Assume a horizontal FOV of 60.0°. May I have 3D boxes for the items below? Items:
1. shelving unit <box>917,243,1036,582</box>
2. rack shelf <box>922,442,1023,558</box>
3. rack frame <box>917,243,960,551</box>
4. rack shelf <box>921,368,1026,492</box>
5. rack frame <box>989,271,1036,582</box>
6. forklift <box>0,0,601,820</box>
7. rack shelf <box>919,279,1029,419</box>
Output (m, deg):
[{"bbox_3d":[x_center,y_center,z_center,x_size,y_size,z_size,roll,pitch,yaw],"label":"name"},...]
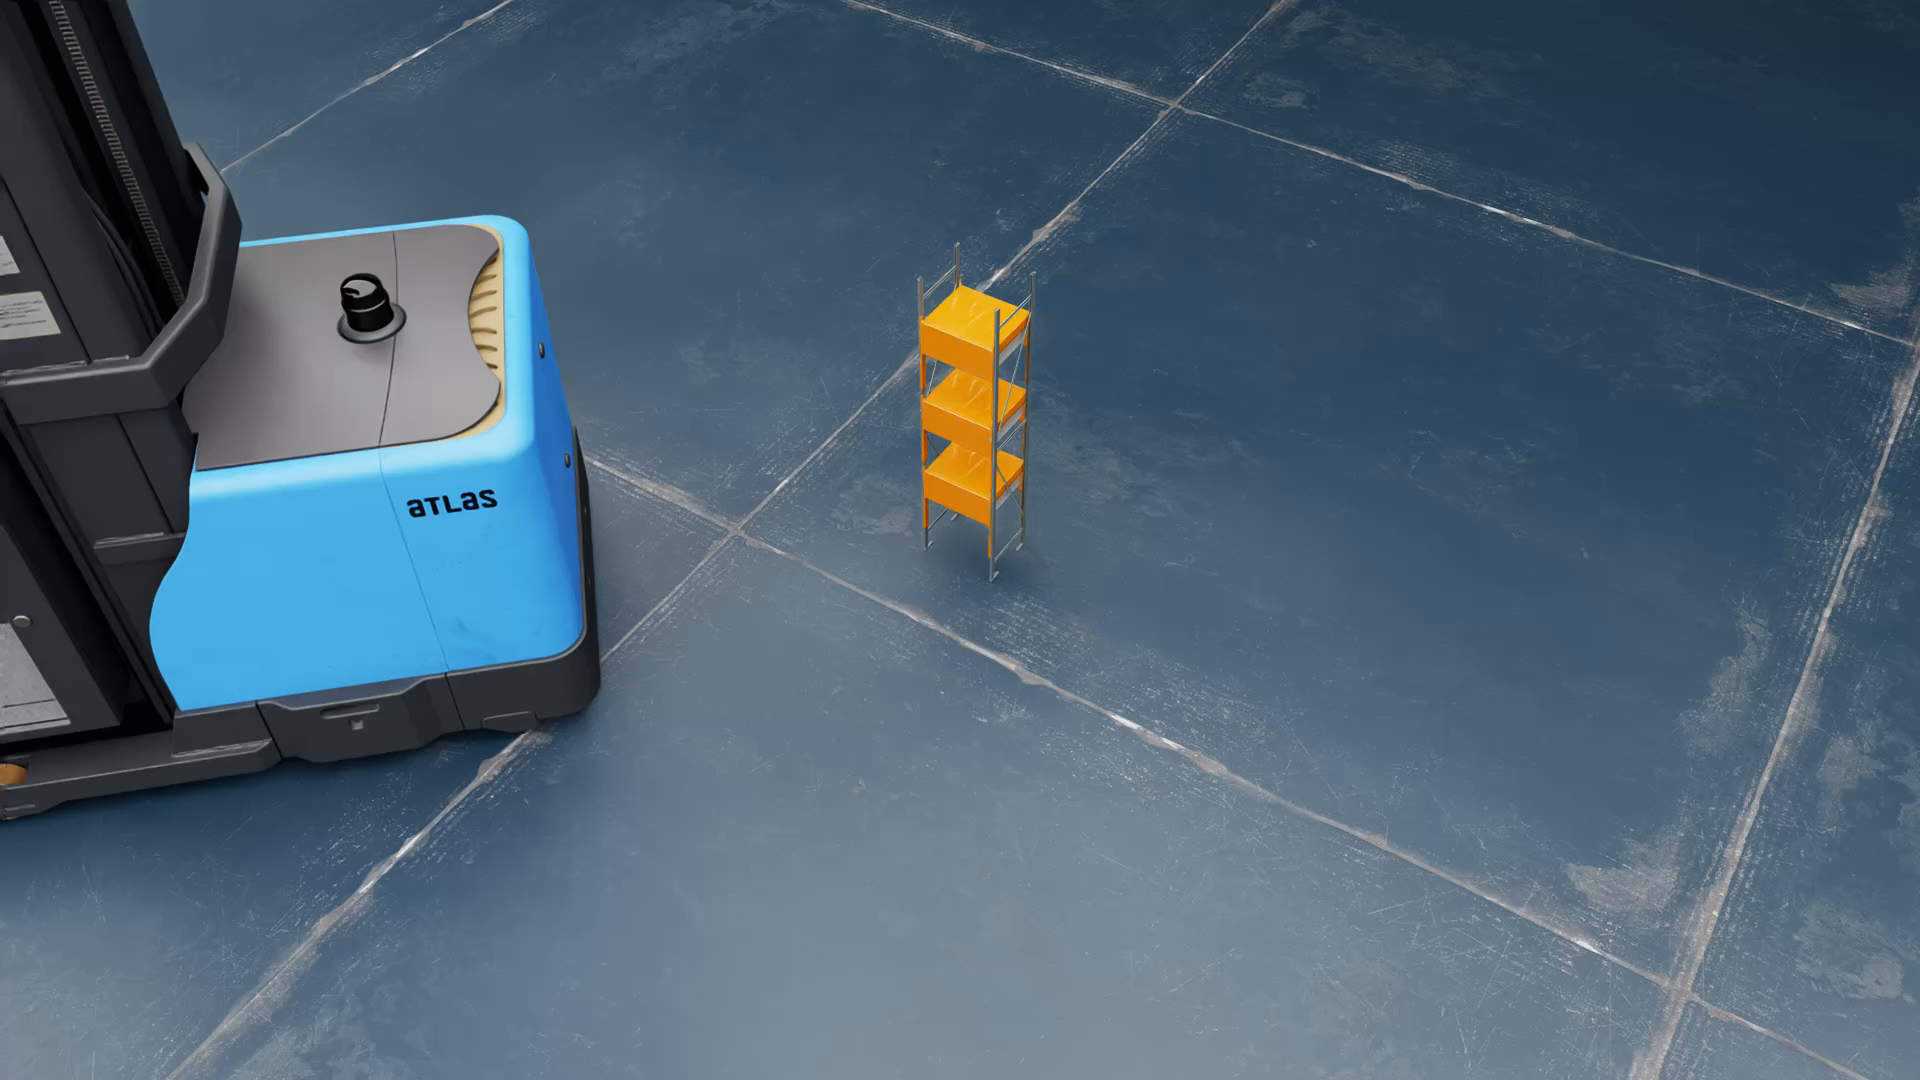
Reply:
[{"bbox_3d":[0.045,-0.345,4.853,0.252,1.050,0.215,25,51,22],"label":"shelving unit"},{"bbox_3d":[0.045,-0.144,5.060,0.240,0.259,0.215,25,51,22],"label":"rack shelf"},{"bbox_3d":[-0.058,-0.392,4.899,0.008,1.050,0.200,25,51,22],"label":"rack frame"},{"bbox_3d":[0.045,-0.338,4.861,0.240,0.259,0.215,25,51,22],"label":"rack shelf"},{"bbox_3d":[0.148,-0.298,4.807,0.008,1.050,0.200,25,51,22],"label":"rack frame"},{"bbox_3d":[-2.596,-0.650,3.838,3.031,2.935,1.130,-8,46,-8],"label":"forklift"},{"bbox_3d":[0.045,-0.536,4.657,0.240,0.259,0.215,25,51,22],"label":"rack shelf"}]
